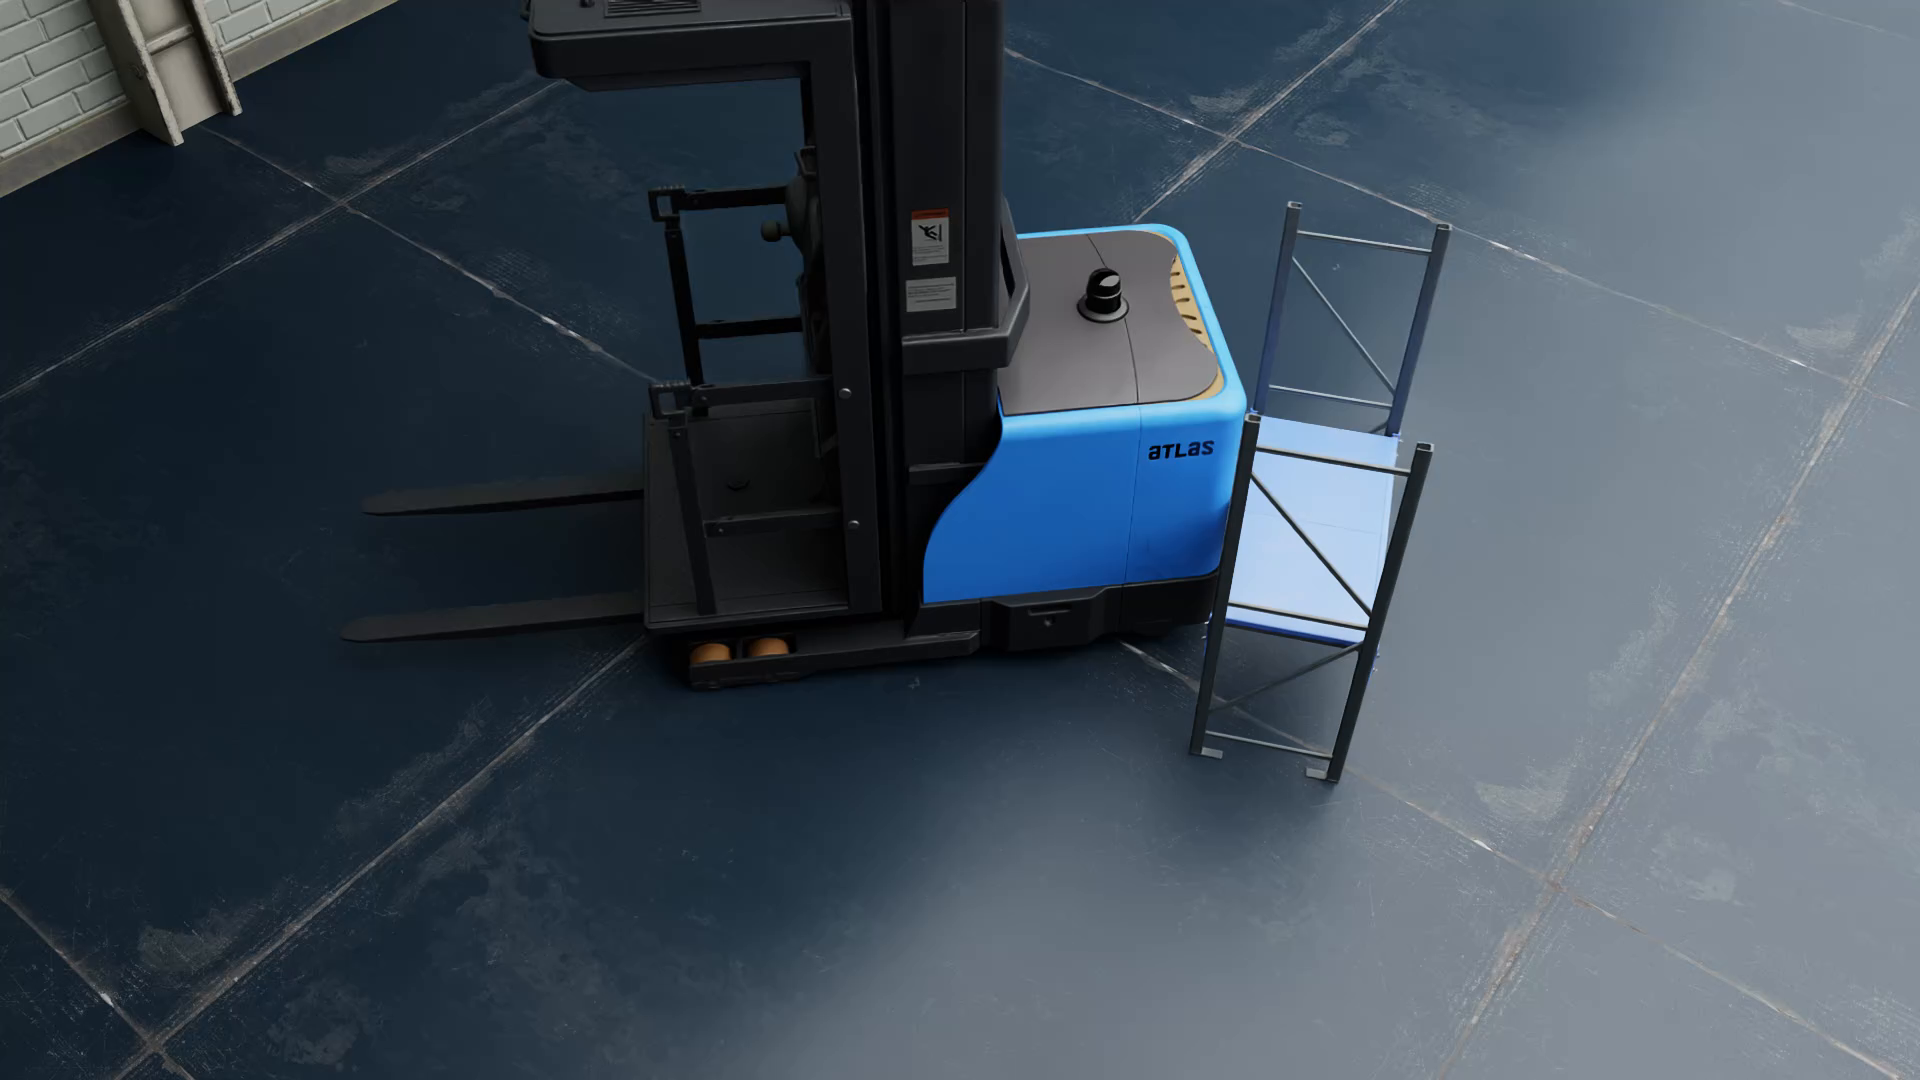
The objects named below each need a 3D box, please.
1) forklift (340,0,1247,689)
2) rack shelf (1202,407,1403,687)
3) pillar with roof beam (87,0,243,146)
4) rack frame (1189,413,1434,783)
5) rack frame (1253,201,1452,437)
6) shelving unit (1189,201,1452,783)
[{"bbox_3d":[-0.640,-0.907,5.089,3.031,2.935,1.130,-5,47,-5],"label":"forklift"},{"bbox_3d":[1.137,-0.003,5.464,0.538,0.185,1.000,10,47,10],"label":"rack shelf"},{"bbox_3d":[-0.409,-3.297,3.176,9.100,9.000,0.400,29,53,25],"label":"pillar with roof beam"},{"bbox_3d":[1.013,0.229,4.993,0.500,1.500,0.032,10,47,10],"label":"rack frame"},{"bbox_3d":[1.262,-0.483,5.674,0.500,1.500,0.032,10,47,10],"label":"rack frame"},{"bbox_3d":[1.137,-0.127,5.334,0.538,1.500,1.048,10,47,10],"label":"shelving unit"}]
